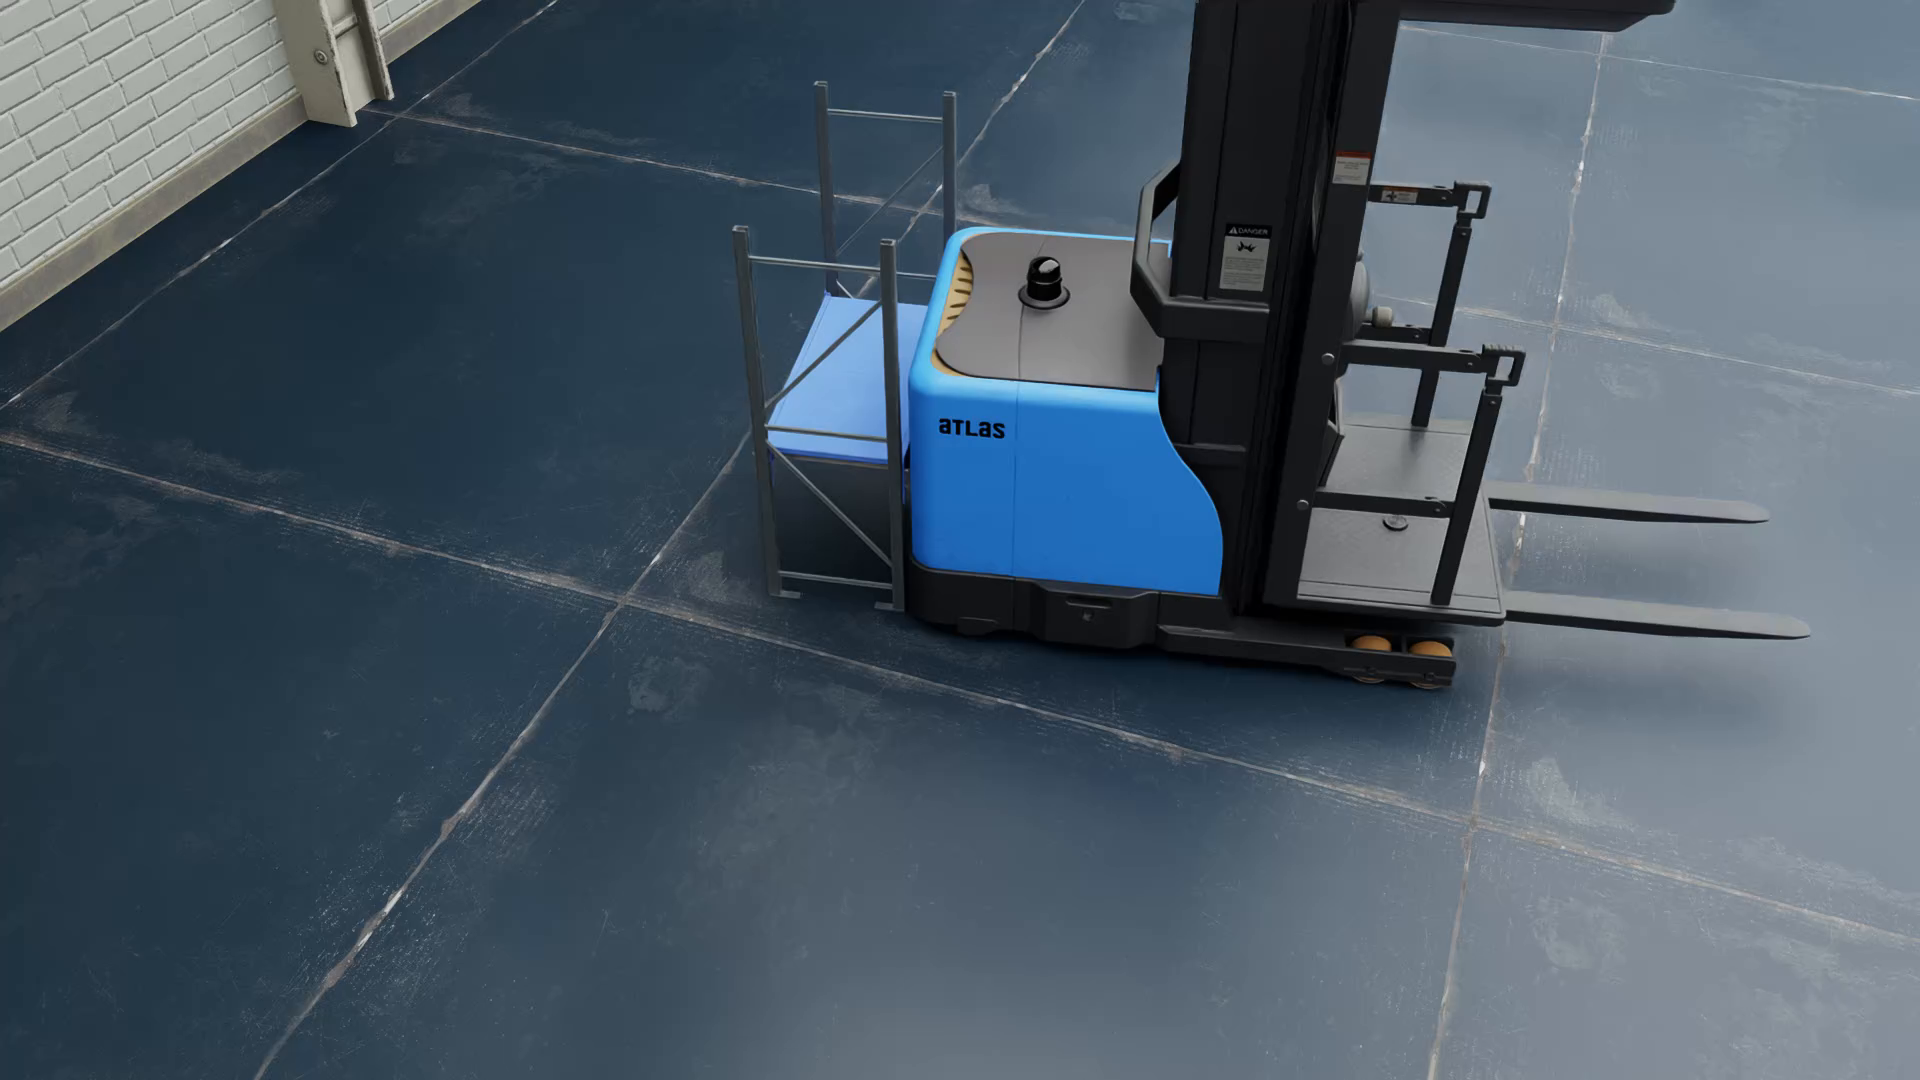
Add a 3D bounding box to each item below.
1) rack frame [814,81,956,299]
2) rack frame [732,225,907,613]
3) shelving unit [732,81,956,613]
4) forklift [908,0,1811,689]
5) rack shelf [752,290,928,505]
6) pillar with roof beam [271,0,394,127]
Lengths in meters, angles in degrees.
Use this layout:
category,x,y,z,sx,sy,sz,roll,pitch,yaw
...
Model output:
category,x,y,z,sx,sy,sz,roll,pitch,yaw
rack frame,-0.262,-0.999,6.265,0.500,1.500,0.032,7,41,8
rack frame,-0.441,-0.349,5.503,0.500,1.500,0.032,7,41,8
shelving unit,-0.352,-0.674,5.884,0.538,1.500,1.048,7,41,8
forklift,1.382,-0.980,5.140,3.031,2.935,1.130,5,41,6
rack shelf,-0.351,-0.537,6.001,0.538,0.185,1.000,7,41,8
pillar with roof beam,0.743,-4.810,4.954,9.100,9.000,0.400,13,42,15
